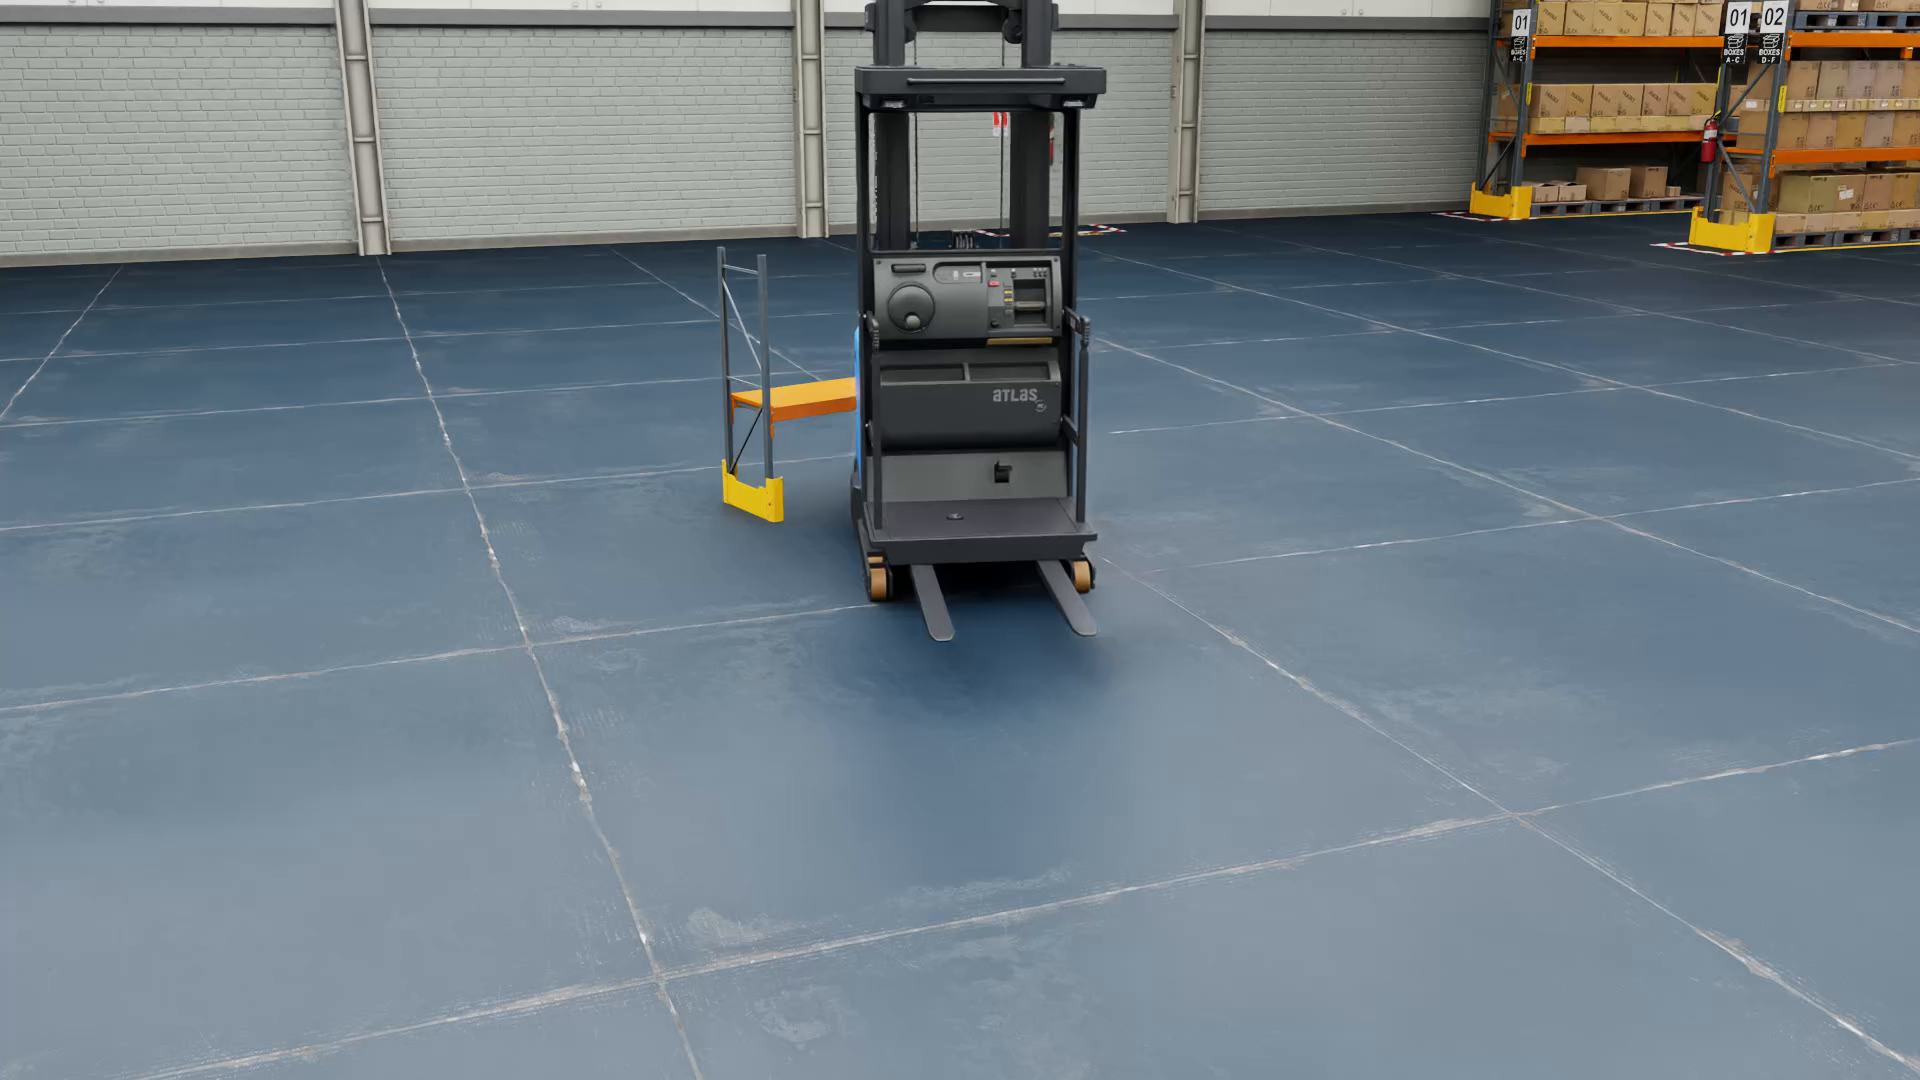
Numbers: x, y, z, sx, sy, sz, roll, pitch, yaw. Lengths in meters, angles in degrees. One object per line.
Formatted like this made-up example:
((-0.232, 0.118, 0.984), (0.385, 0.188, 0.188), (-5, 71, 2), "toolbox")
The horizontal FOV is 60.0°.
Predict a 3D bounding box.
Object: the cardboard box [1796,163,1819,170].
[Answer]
((14.575, -6.391, 29.193), (0.500, 0.500, 0.700), (-6, 17, -20), "cardboard box")

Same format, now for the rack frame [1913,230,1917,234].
((14.246, -5.838, 23.655), (0.127, 3.000, 1.000), (-6, 17, -20), "rack frame")

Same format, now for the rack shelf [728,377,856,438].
((-0.811, -0.801, 9.801), (1.000, 0.185, 0.538), (-12, 20, -35), "rack shelf")

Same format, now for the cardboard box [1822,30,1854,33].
((14.962, -8.936, 28.663), (0.637, 0.503, 0.797), (-4, 17, -12), "cardboard box")

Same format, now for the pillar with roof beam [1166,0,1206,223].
((5.017, -8.177, 20.972), (0.400, 9.000, 9.100), (-6, 17, -20), "pillar with roof beam")

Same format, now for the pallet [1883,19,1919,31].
((13.459, -7.142, 22.929), (1.213, 0.211, 1.003), (-6, 17, -20), "pallet")

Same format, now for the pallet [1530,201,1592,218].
((9.577, -5.480, 27.385), (1.213, 0.211, 1.003), (-6, 17, -20), "pallet")

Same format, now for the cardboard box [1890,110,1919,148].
((12.874, -5.735, 23.127), (0.500, 0.500, 0.700), (-6, 17, -19), "cardboard box")

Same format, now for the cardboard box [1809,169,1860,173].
((12.301, -4.964, 23.482), (0.500, 0.500, 0.500), (-6, 17, -20), "cardboard box")

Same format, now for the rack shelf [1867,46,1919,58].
((18.073, -8.840, 29.831), (4.000, 0.370, 1.077), (-6, 17, -20), "rack shelf")

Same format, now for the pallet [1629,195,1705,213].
((11.856, -5.726, 28.223), (1.213, 0.211, 1.003), (-6, 17, -20), "pallet")

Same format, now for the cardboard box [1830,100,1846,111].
((11.670, -5.854, 22.380), (0.250, 0.149, 0.380), (-6, 18, -21), "cardboard box")

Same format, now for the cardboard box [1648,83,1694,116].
((11.675, -7.258, 27.389), (0.500, 0.500, 0.500), (-6, 17, -20), "cardboard box")

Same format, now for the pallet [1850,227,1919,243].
((13.488, -4.431, 23.812), (1.213, 0.211, 1.003), (-6, 17, -20), "pallet")

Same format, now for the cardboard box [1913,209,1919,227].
((13.421, -4.568, 23.465), (0.500, 0.250, 0.500), (-6, 17, -20), "cardboard box")

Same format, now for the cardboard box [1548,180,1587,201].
((9.945, -5.762, 27.388), (0.500, 0.311, 0.500), (-5, 17, -15), "cardboard box")

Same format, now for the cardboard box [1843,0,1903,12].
((12.159, -7.286, 22.091), (0.500, 0.500, 0.500), (-6, 17, -20), "cardboard box")

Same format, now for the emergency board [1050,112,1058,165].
((1.155, -6.192, 24.860), (0.643, 1.169, 0.194), (-6, 17, -20), "emergency board")

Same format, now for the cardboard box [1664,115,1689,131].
((11.668, -6.903, 27.513), (0.500, 0.250, 0.500), (-6, 17, -20), "cardboard box")

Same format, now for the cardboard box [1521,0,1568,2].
((9.181, -8.689, 26.053), (0.500, 0.500, 0.500), (-8, 18, -24), "cardboard box")

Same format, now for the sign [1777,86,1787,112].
((10.704, -5.742, 21.649), (0.005, 0.325, 0.100), (-6, 17, -20), "sign")

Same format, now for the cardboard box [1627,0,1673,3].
((11.107, -8.882, 26.710), (0.500, 0.500, 0.500), (-7, 18, -22), "cardboard box")

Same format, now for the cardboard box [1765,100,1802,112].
((10.954, -5.777, 22.118), (0.250, 0.149, 0.380), (-6, 18, -20), "cardboard box")

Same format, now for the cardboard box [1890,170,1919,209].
((13.420, -4.928, 23.361), (0.500, 0.500, 0.500), (-6, 17, -20), "cardboard box")

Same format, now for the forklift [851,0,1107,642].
((0.067, -1.210, 8.015), (1.130, 2.935, 3.031), (-2, 16, -6), "forklift")

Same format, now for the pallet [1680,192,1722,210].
((13.196, -5.882, 28.754), (1.213, 0.211, 1.003), (-6, 17, -20), "pallet")

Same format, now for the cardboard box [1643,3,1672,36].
((11.106, -8.408, 26.871), (0.500, 0.500, 0.500), (-7, 18, -22), "cardboard box")

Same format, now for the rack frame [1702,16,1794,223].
((10.511, -5.435, 22.282), (0.127, 3.000, 1.000), (-6, 17, -20), "rack frame")

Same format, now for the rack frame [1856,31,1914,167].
((16.205, -7.544, 29.465), (0.127, 3.000, 1.000), (-6, 17, -20), "rack frame")

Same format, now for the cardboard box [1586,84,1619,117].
((10.238, -7.102, 26.859), (0.500, 0.500, 0.500), (-7, 18, -22), "cardboard box")

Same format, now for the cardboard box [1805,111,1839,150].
((11.440, -5.581, 22.601), (0.500, 0.500, 0.700), (-6, 17, -19), "cardboard box")

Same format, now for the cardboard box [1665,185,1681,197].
((11.981, -5.931, 28.219), (0.250, 0.166, 0.380), (-9, 18, -27), "cardboard box")

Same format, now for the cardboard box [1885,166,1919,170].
((13.701, -5.116, 23.999), (0.500, 0.500, 0.500), (-6, 17, -20), "cardboard box")

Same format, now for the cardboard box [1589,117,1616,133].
((10.262, -6.747, 26.981), (0.500, 0.250, 0.500), (-6, 18, -21), "cardboard box")

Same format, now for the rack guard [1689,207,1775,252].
((10.488, -4.233, 22.626), (0.348, 0.500, 1.175), (-6, 17, -20), "rack guard")

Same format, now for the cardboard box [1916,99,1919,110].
((13.118, -6.011, 22.917), (0.250, 0.149, 0.380), (-6, 17, -20), "cardboard box")

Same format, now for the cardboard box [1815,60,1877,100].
((11.960, -6.260, 22.611), (0.500, 0.500, 0.700), (-6, 17, -20), "cardboard box")

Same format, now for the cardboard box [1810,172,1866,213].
((12.020, -4.777, 22.846), (0.500, 0.500, 0.500), (-6, 17, -20), "cardboard box")

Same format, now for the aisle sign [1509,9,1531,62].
((8.775, -7.899, 26.059), (0.004, 0.787, 0.394), (-6, 17, -20), "aisle sign")

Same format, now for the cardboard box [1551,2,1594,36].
((9.651, -8.247, 26.322), (0.500, 0.500, 0.500), (-5, 17, -16), "cardboard box")

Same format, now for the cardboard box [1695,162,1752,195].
((13.151, -6.231, 28.650), (0.500, 0.500, 0.700), (-6, 17, -18), "cardboard box")

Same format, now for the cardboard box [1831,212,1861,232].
((12.024, -4.414, 22.941), (0.500, 0.250, 0.500), (-6, 17, -20), "cardboard box")

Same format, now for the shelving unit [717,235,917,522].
((-0.804, -0.975, 9.756), (1.083, 1.500, 0.587), (-12, 20, -35), "shelving unit")

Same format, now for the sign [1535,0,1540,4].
((8.929, -8.454, 25.687), (0.005, 0.325, 0.100), (-6, 17, -20), "sign")

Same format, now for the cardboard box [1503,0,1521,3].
((9.044, -8.827, 26.521), (0.500, 0.500, 0.500), (-5, 17, -18), "cardboard box")

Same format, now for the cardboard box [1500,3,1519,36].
((9.034, -8.343, 26.649), (0.500, 0.500, 0.500), (-5, 17, -16), "cardboard box")

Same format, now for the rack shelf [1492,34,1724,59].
((10.602, -8.033, 27.084), (4.000, 0.370, 1.077), (-6, 17, -20), "rack shelf")

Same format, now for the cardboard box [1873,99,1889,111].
((12.390, -5.932, 22.645), (0.250, 0.149, 0.380), (-6, 17, -20), "cardboard box")
